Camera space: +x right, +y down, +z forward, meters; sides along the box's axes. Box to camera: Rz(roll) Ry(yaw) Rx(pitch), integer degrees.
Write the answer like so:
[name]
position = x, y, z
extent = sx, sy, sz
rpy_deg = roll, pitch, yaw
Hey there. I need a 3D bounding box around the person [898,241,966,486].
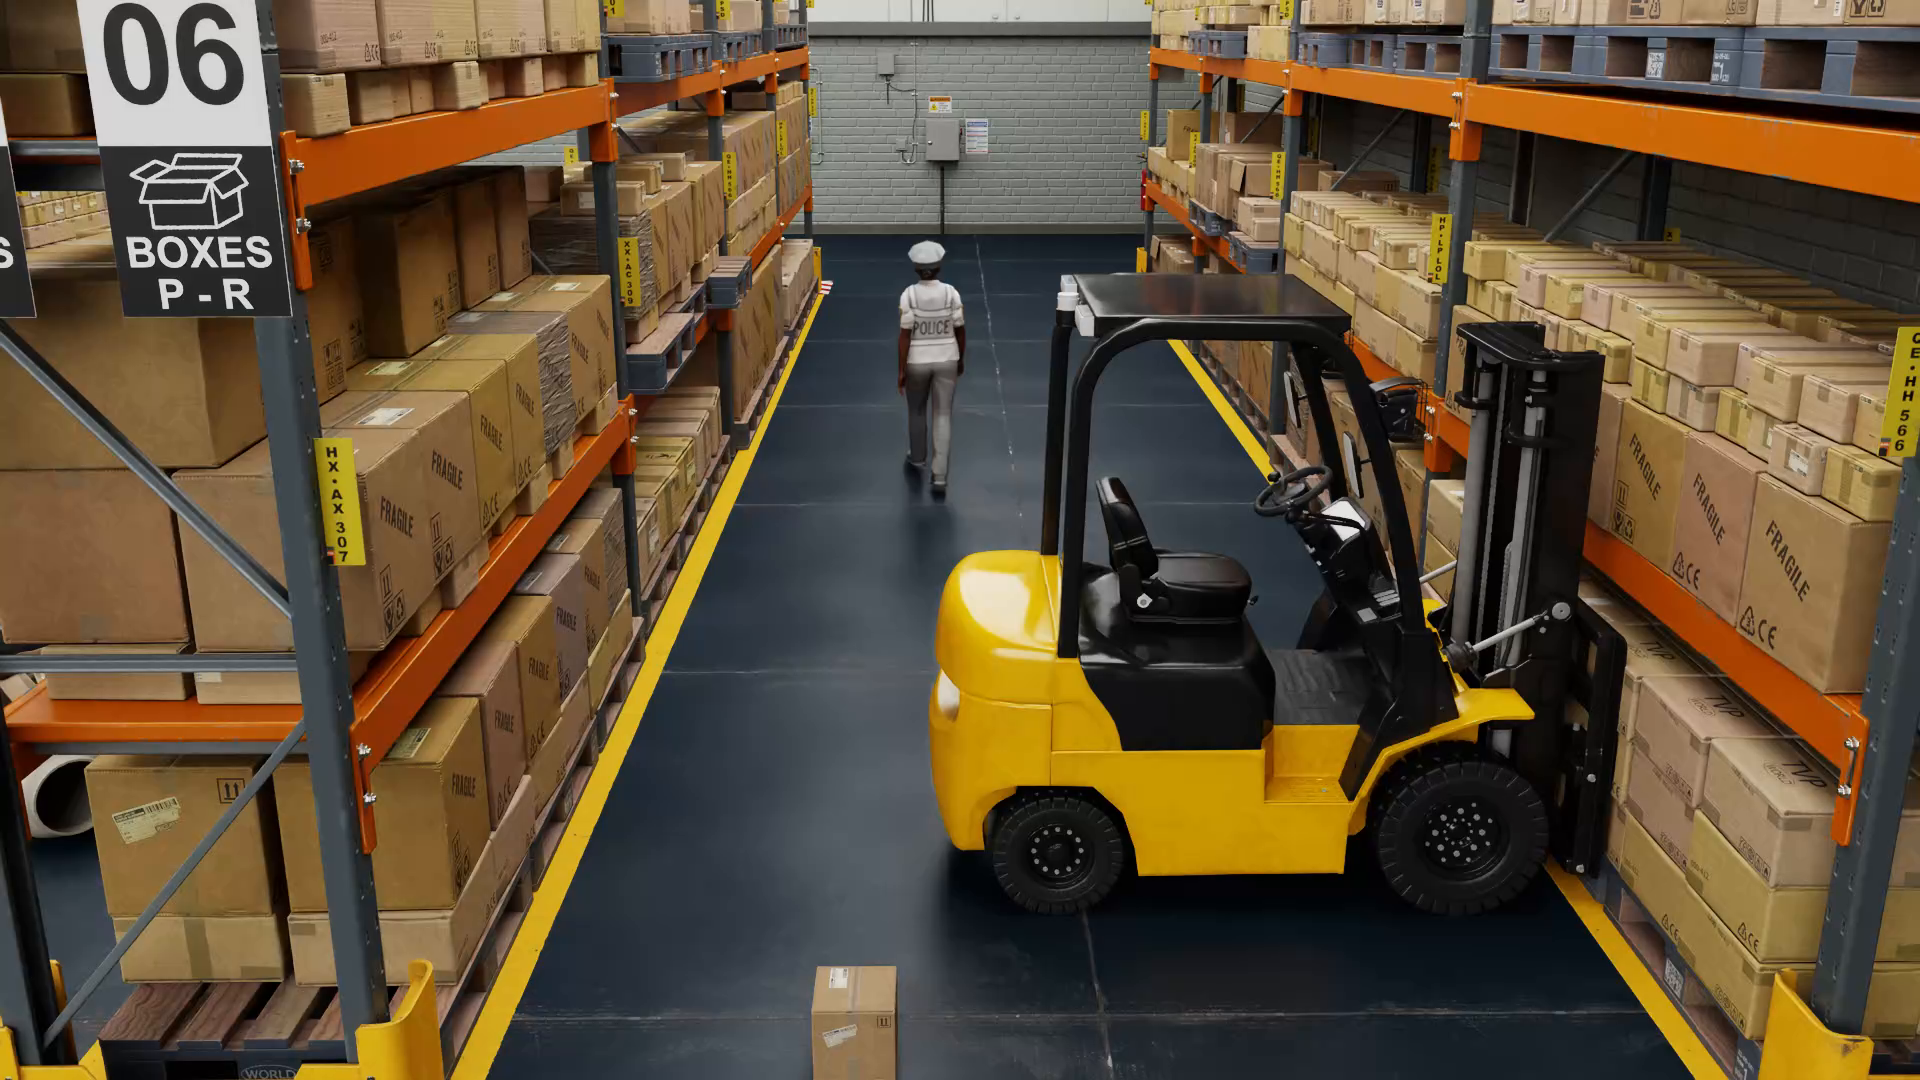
[person]
position = -0.197, -1.239, 11.468
extent = 0.475, 1.628, 0.987
rpy_deg = -1, 17, -3
